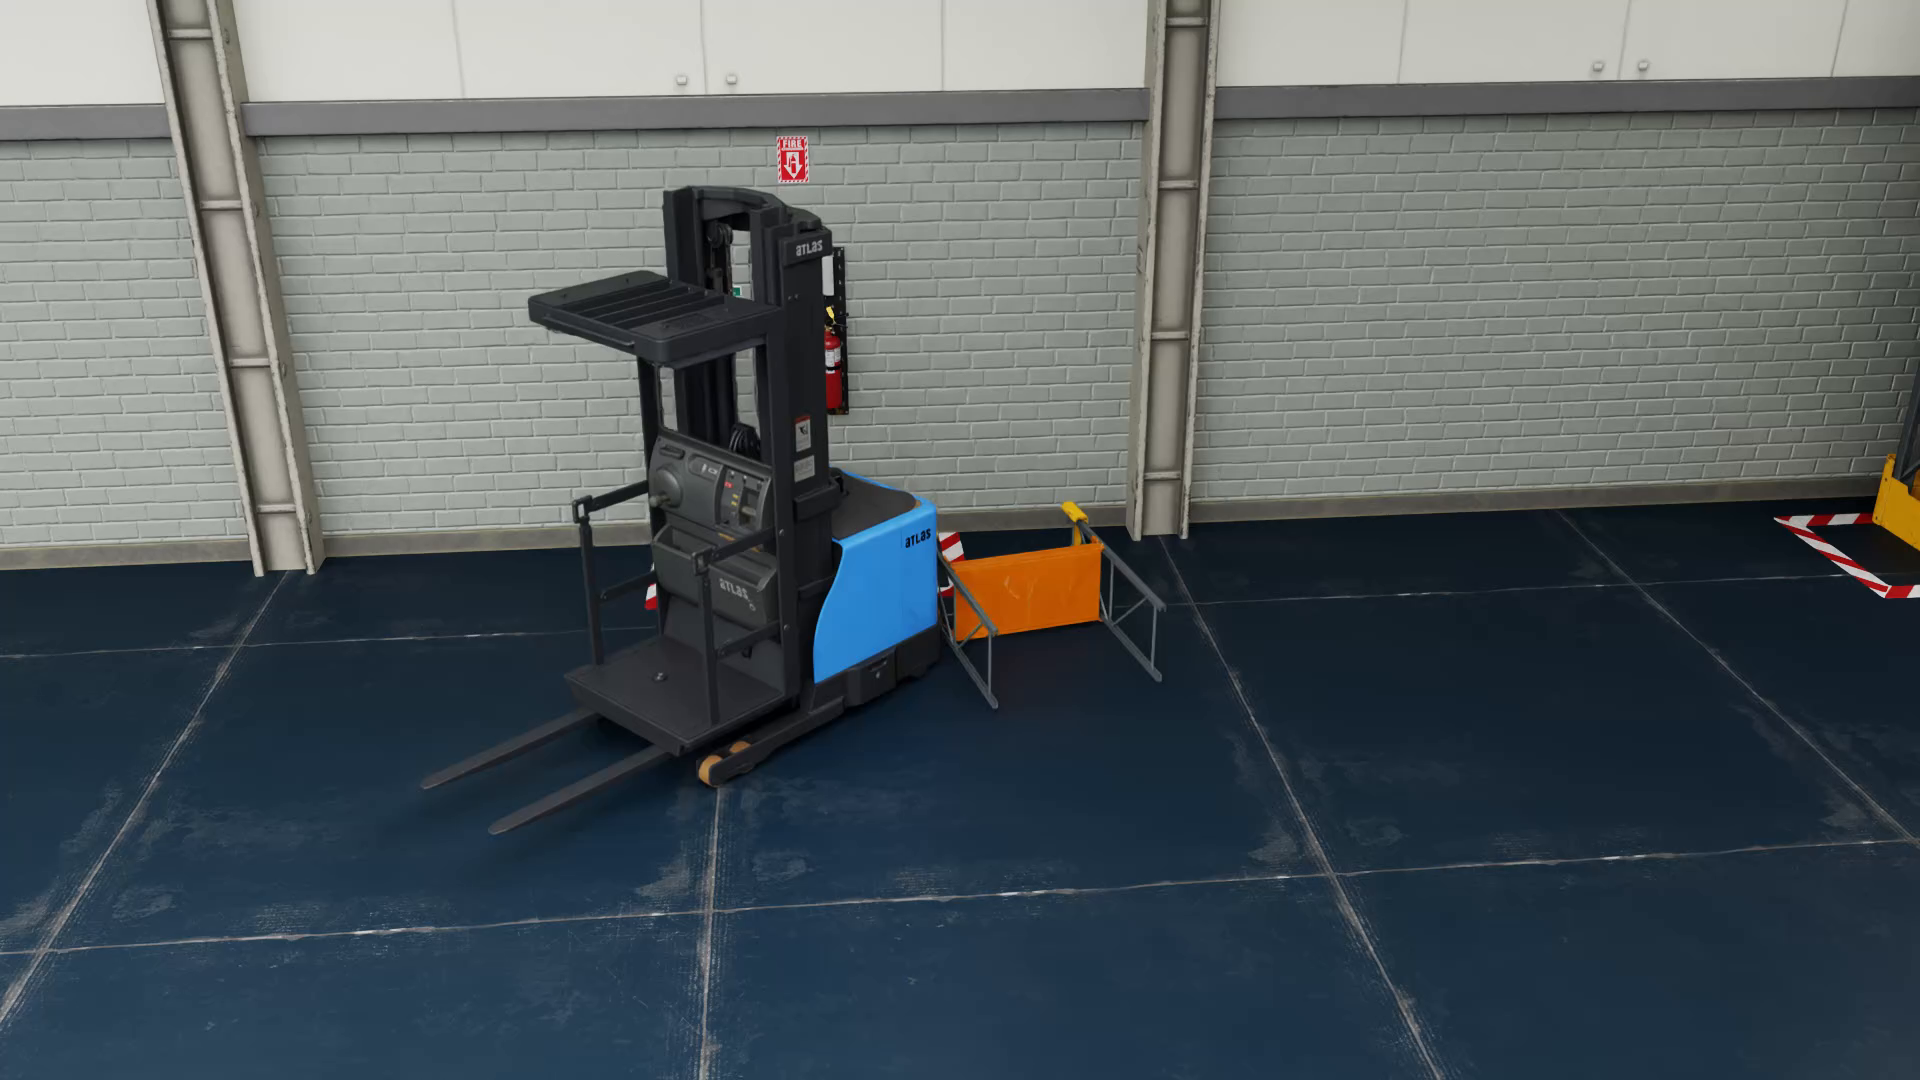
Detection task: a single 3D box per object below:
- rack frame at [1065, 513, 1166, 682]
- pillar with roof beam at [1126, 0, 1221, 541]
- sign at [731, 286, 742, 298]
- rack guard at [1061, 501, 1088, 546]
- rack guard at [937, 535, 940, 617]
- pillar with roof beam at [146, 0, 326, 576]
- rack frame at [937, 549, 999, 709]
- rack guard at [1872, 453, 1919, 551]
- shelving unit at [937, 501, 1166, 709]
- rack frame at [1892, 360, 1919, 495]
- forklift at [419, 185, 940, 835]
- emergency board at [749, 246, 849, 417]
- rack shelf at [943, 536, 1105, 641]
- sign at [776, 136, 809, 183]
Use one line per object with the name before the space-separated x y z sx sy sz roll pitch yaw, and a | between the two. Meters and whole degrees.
rack frame | 0.935 0.311 10.296 0.032 0.500 1.500 -8 25 -16
pillar with roof beam | 1.827 -2.437 6.153 0.400 9.000 9.100 -2 24 -5
sign | -1.614 -1.627 11.021 0.331 0.109 0.001 -2 24 -5
rack guard | 0.740 0.068 10.838 0.087 0.587 0.250 -8 25 -16
rack guard | -0.207 0.193 10.556 0.087 0.587 0.250 -8 25 -16
pillar with roof beam | -4.144 -2.197 5.615 0.400 9.000 9.100 -2 24 -5
rack frame | -0.032 0.439 10.009 0.032 0.500 1.500 -8 25 -16
rack guard | 6.839 -0.158 11.491 0.348 0.500 1.175 -2 24 -5
shelving unit | 0.460 0.374 10.155 1.083 0.587 1.500 -8 25 -16
rack frame | 6.763 -1.298 10.976 0.127 3.000 1.000 -2 24 -5
forklift | -1.479 -0.263 8.734 1.130 2.935 3.031 20 31 38
emergency board | -1.059 -1.352 11.100 0.643 1.169 0.194 -2 24 -5
rack shelf | 0.396 0.305 10.309 1.000 0.538 0.185 -8 25 -16
sign | -1.077 -2.452 10.719 0.199 0.298 0.001 -2 24 -5
